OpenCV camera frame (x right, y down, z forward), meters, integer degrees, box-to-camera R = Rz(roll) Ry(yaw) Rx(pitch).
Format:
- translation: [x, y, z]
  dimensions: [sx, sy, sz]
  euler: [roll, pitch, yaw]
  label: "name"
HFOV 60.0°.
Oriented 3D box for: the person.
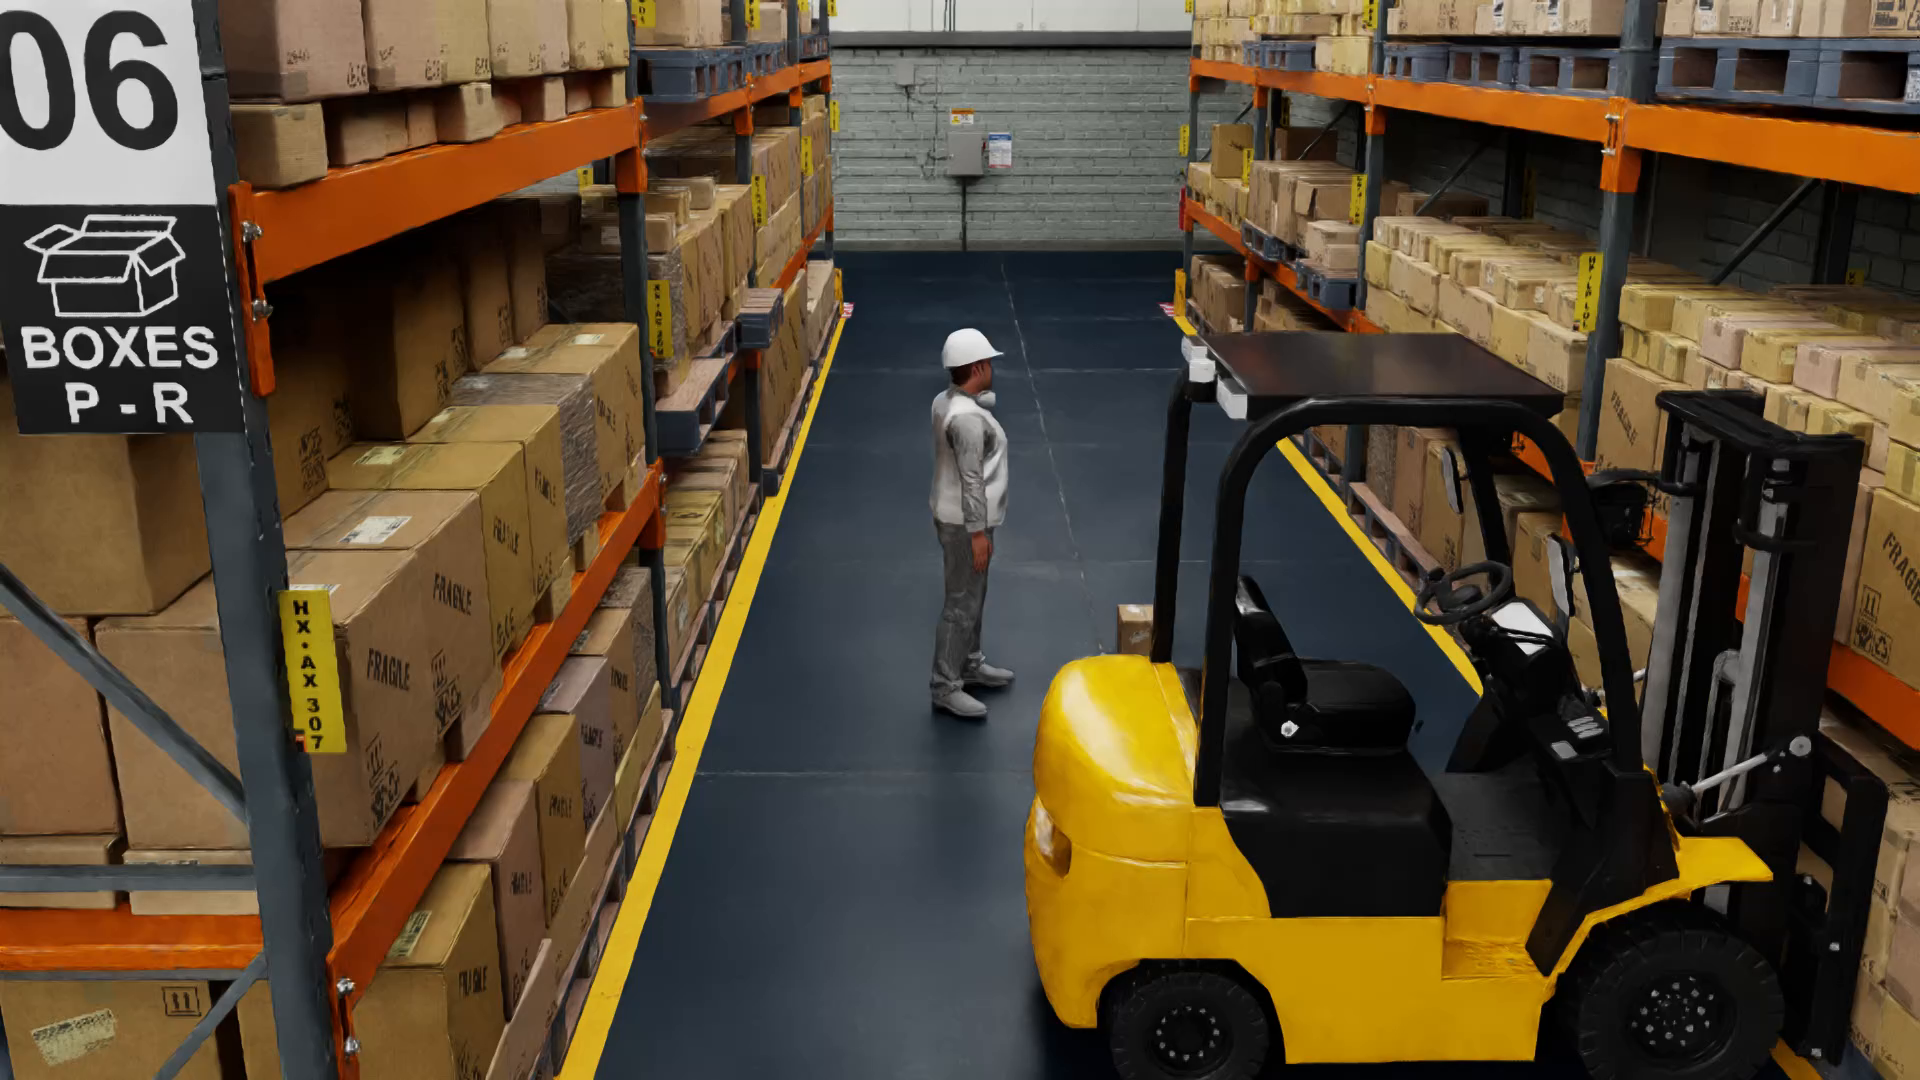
- translation: [0.061, -0.111, 7.799]
  dimensions: [0.441, 1.779, 0.647]
  euler: [-2, 17, -7]
  label: "person"
